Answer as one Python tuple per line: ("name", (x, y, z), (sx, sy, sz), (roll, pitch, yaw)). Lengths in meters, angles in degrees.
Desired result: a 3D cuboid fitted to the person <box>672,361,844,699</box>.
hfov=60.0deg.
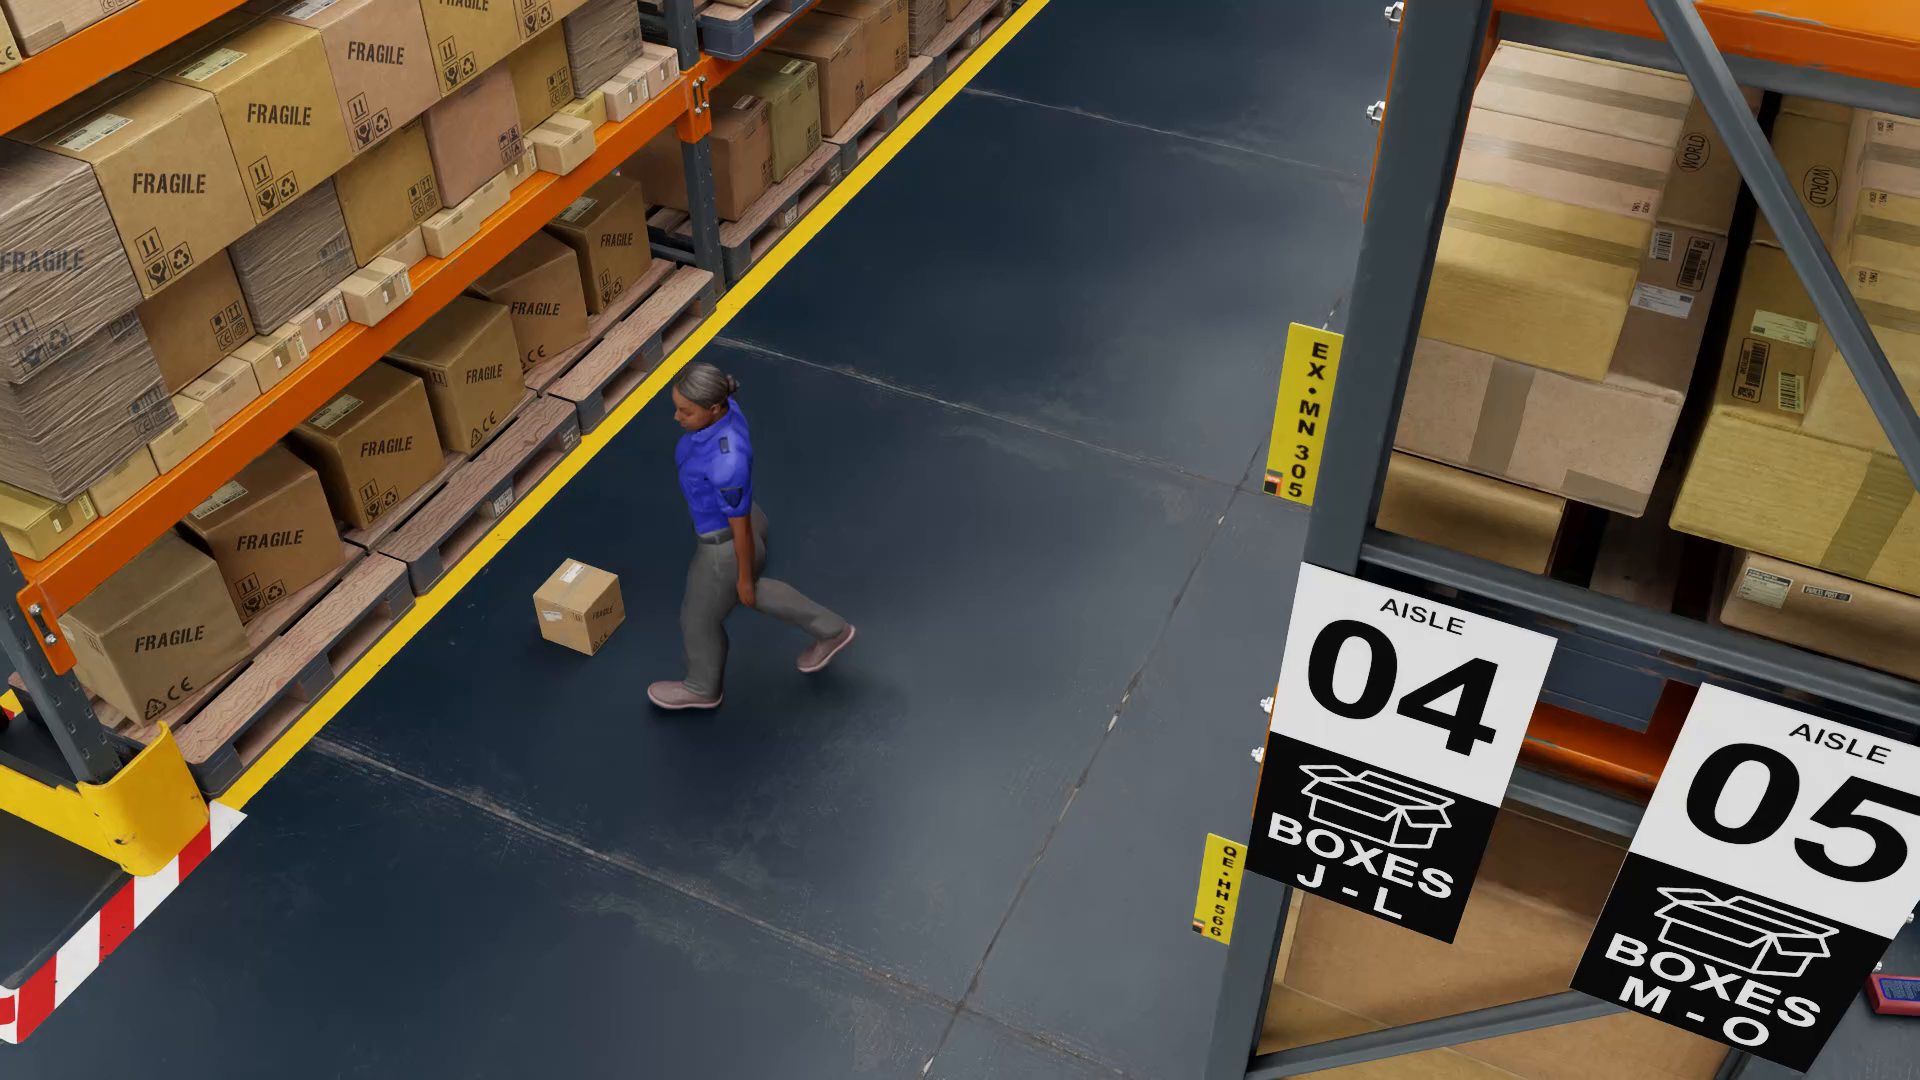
("person", (-0.781, -0.037, 6.155), (0.652, 1.575, 0.482), (-2, 42, -2))
